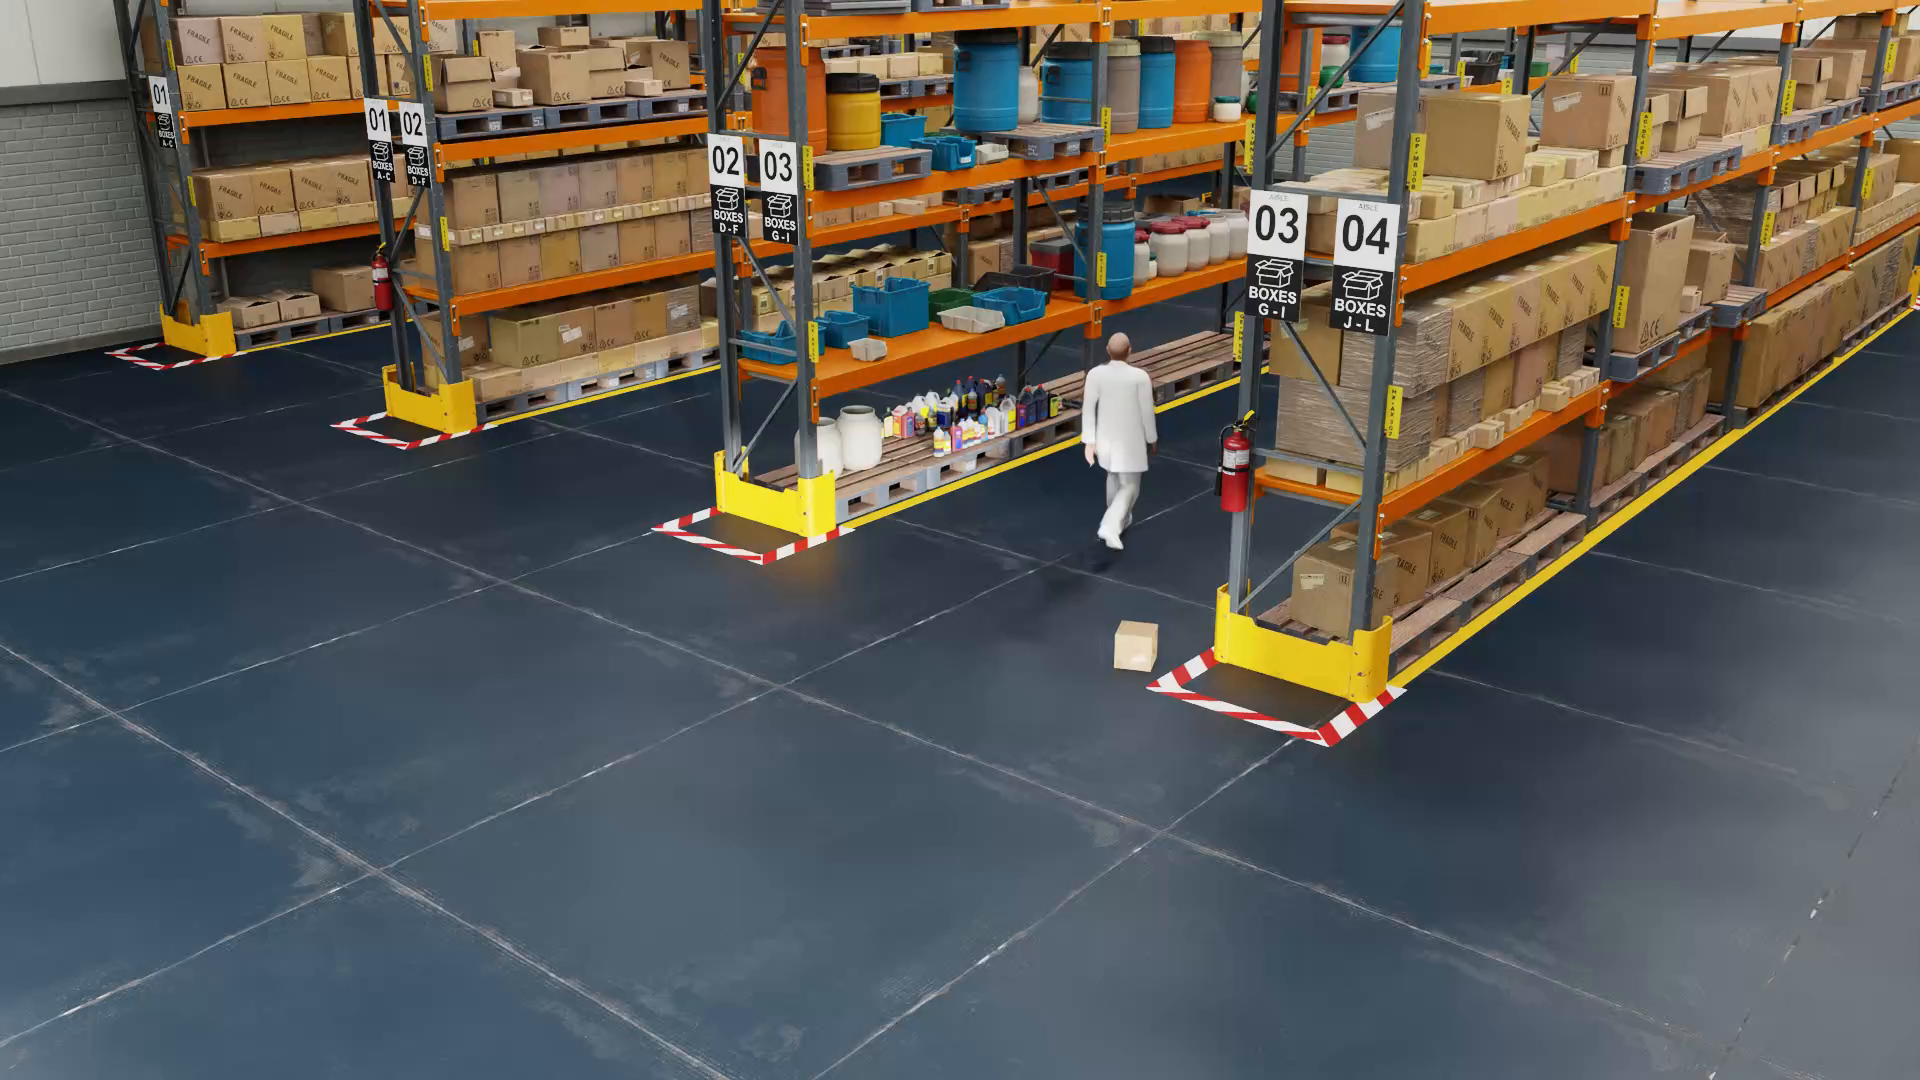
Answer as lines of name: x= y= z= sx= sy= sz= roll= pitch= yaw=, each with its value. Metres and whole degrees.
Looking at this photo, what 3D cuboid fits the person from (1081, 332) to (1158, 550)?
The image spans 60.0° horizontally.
person: x=1.265 y=-0.797 z=13.271 sx=0.567 sy=1.737 sz=1.034 roll=10 pitch=22 yaw=25
